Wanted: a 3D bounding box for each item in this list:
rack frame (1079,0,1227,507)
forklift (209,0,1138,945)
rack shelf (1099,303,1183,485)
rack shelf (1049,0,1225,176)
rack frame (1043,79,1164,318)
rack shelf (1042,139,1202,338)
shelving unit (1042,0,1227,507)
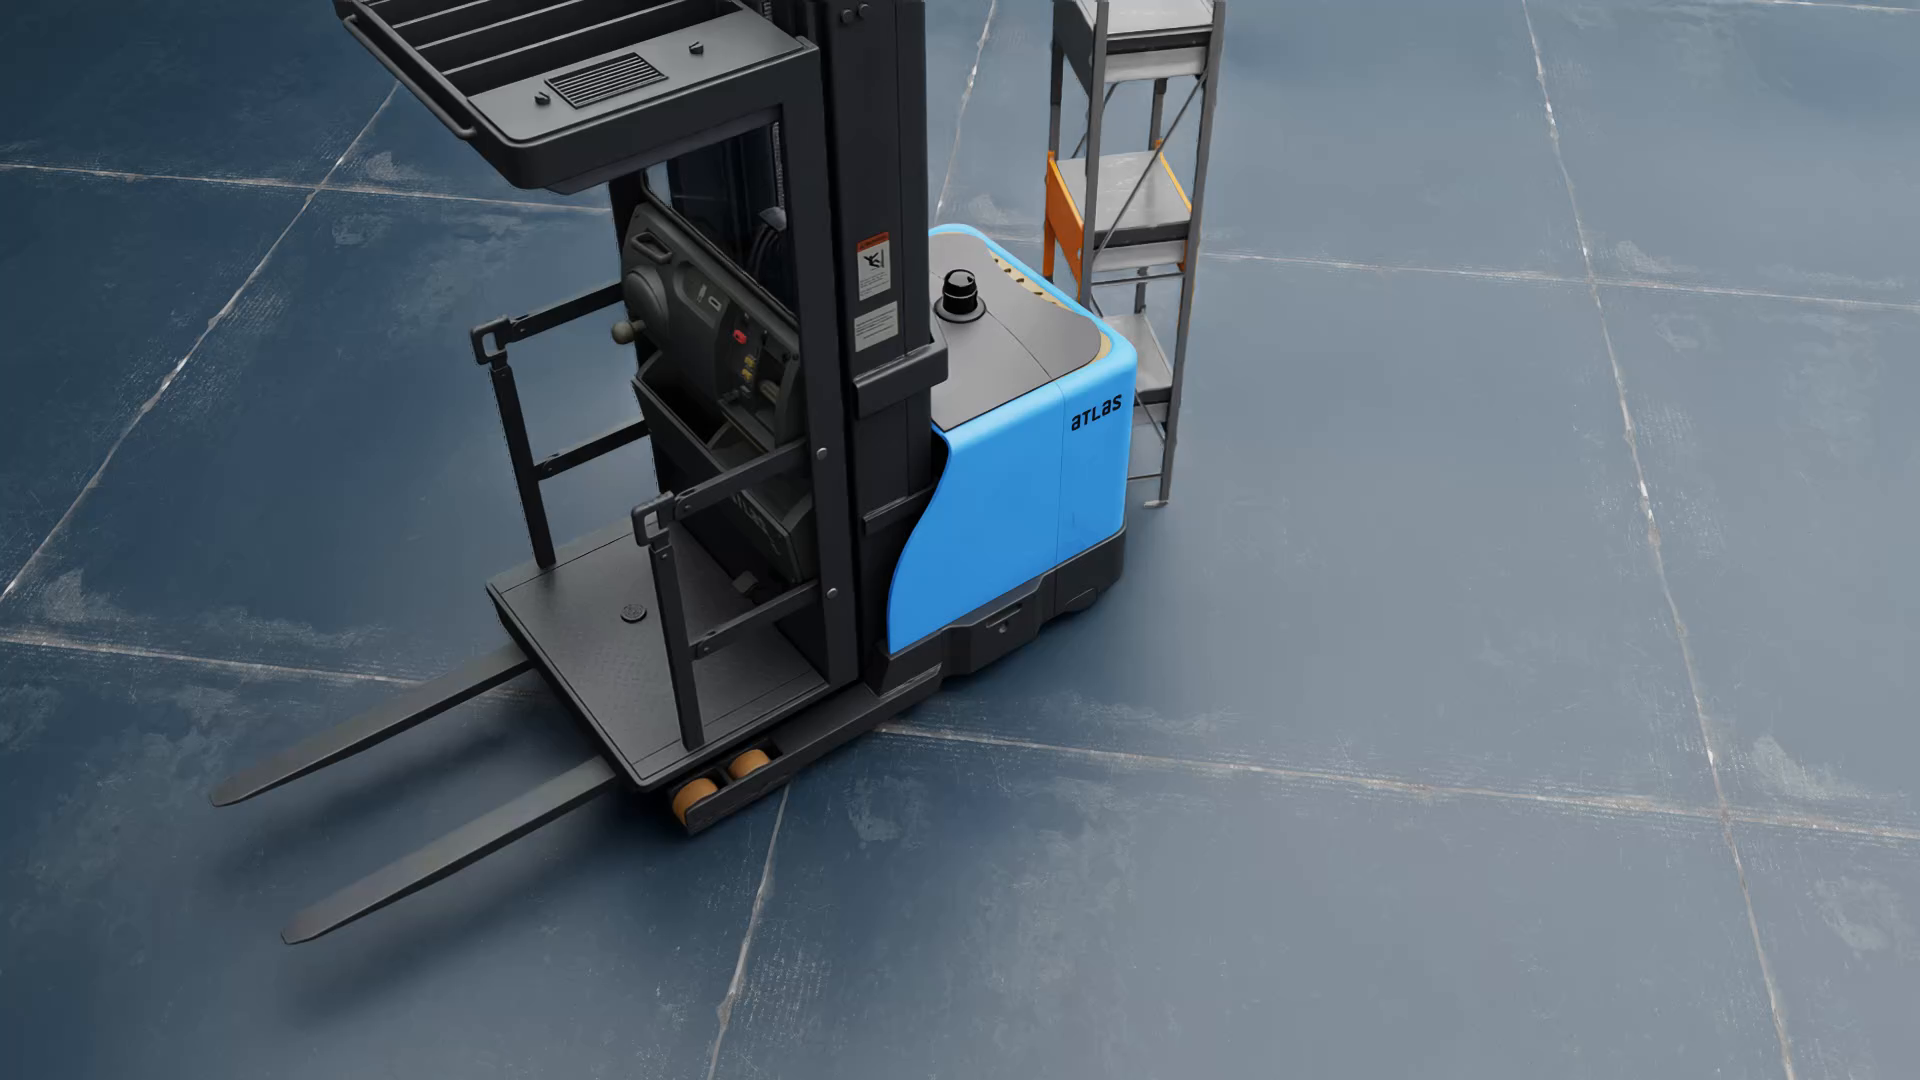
[{"bbox_3d":[0.604,-0.880,5.653,0.400,2.100,0.015,-8,44,-8],"label":"rack frame"},{"bbox_3d":[-0.894,-0.561,4.710,3.031,2.935,1.130,-27,50,-26],"label":"forklift"},{"bbox_3d":[0.555,-0.527,6.317,0.431,0.518,0.480,-8,44,-8],"label":"rack shelf"},{"bbox_3d":[0.555,-1.543,5.354,0.431,0.518,0.480,-8,44,-8],"label":"rack shelf"},{"bbox_3d":[0.506,-1.209,6.000,0.400,2.100,0.015,-8,44,-8],"label":"rack frame"},{"bbox_3d":[0.555,-1.035,5.836,0.431,0.518,0.480,-8,44,-8],"label":"rack shelf"},{"bbox_3d":[0.555,-1.045,5.826,0.431,2.100,0.503,-8,44,-8],"label":"shelving unit"}]
